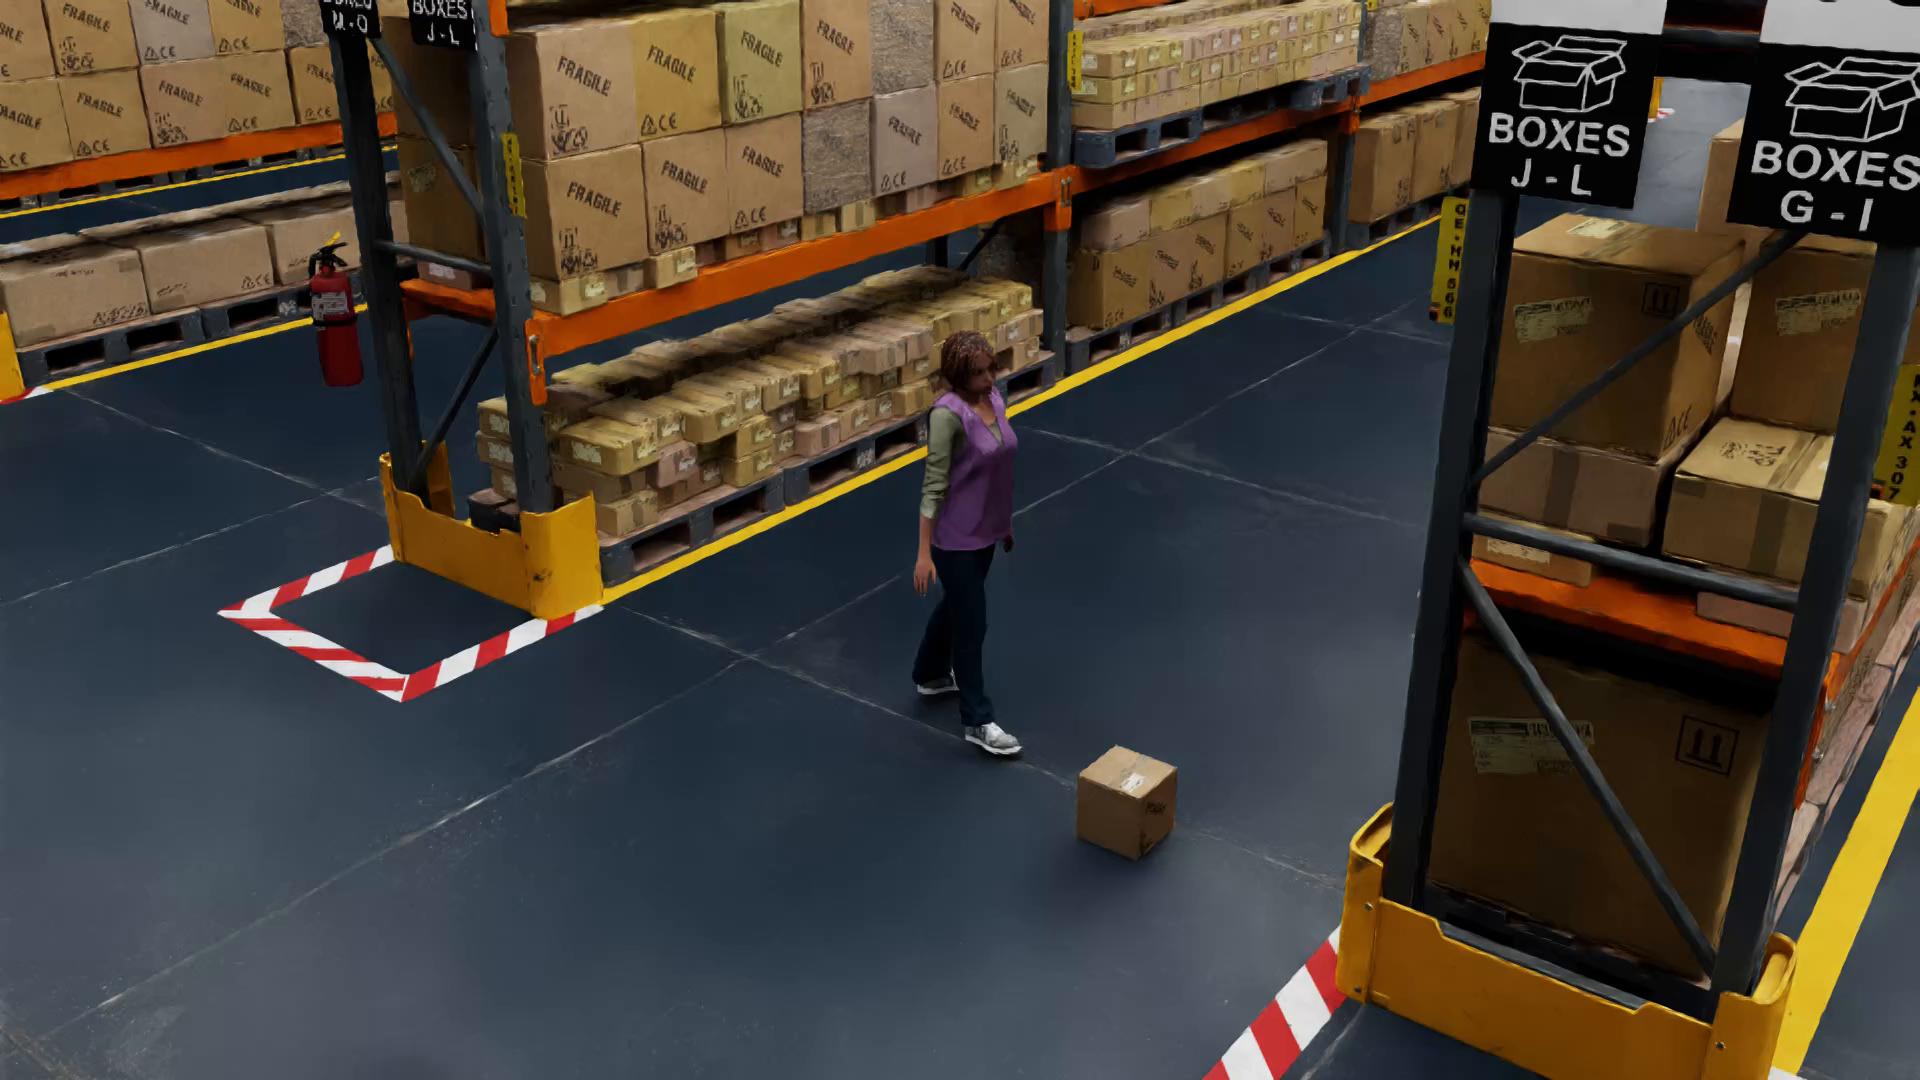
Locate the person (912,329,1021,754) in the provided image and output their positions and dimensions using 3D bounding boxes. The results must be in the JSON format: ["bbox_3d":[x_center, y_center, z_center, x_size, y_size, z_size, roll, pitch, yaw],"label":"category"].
[{"bbox_3d":[0.019,-0.007,6.105,0.584,1.583,0.634,13,27,26],"label":"person"}]
